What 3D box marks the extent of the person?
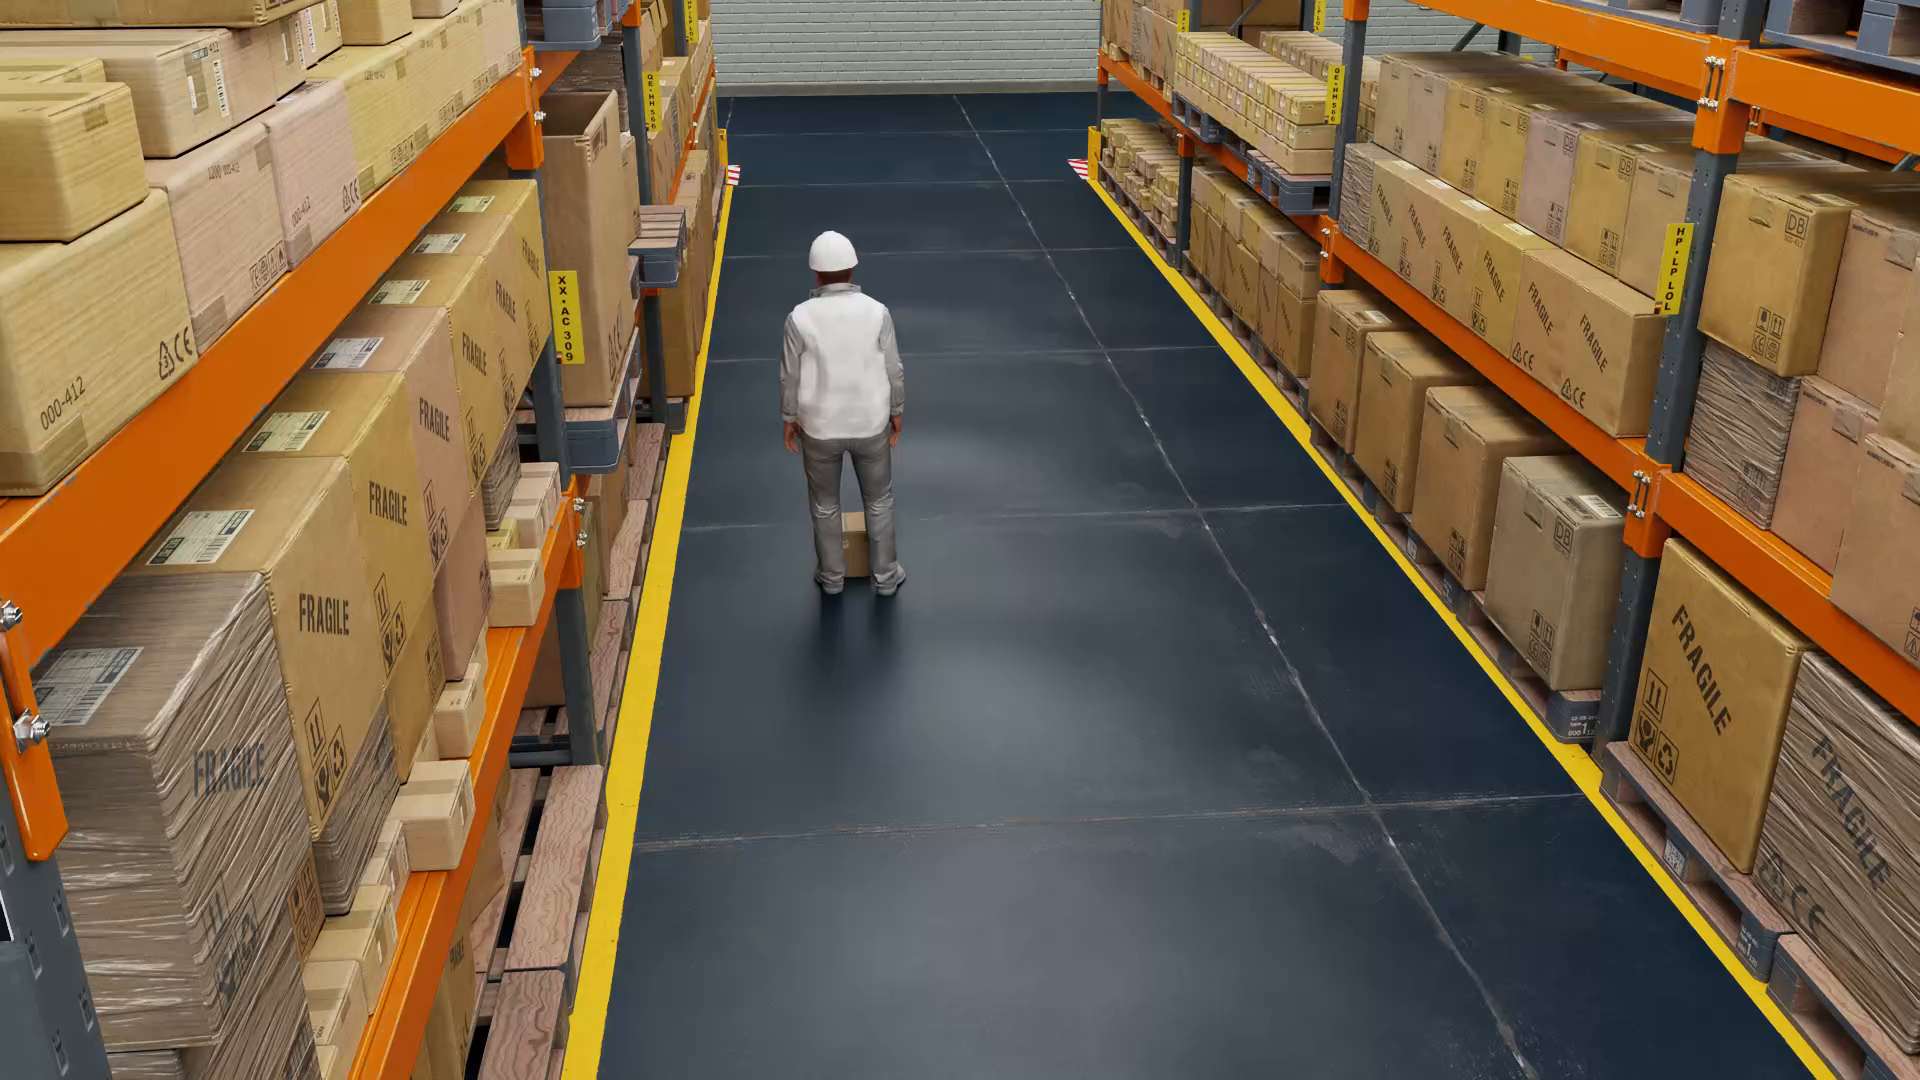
[{"bbox_3d":[-4.037,-2.288,6.763,7.581,5.808,11.428,-4,24,-8],"label":"person"}]
